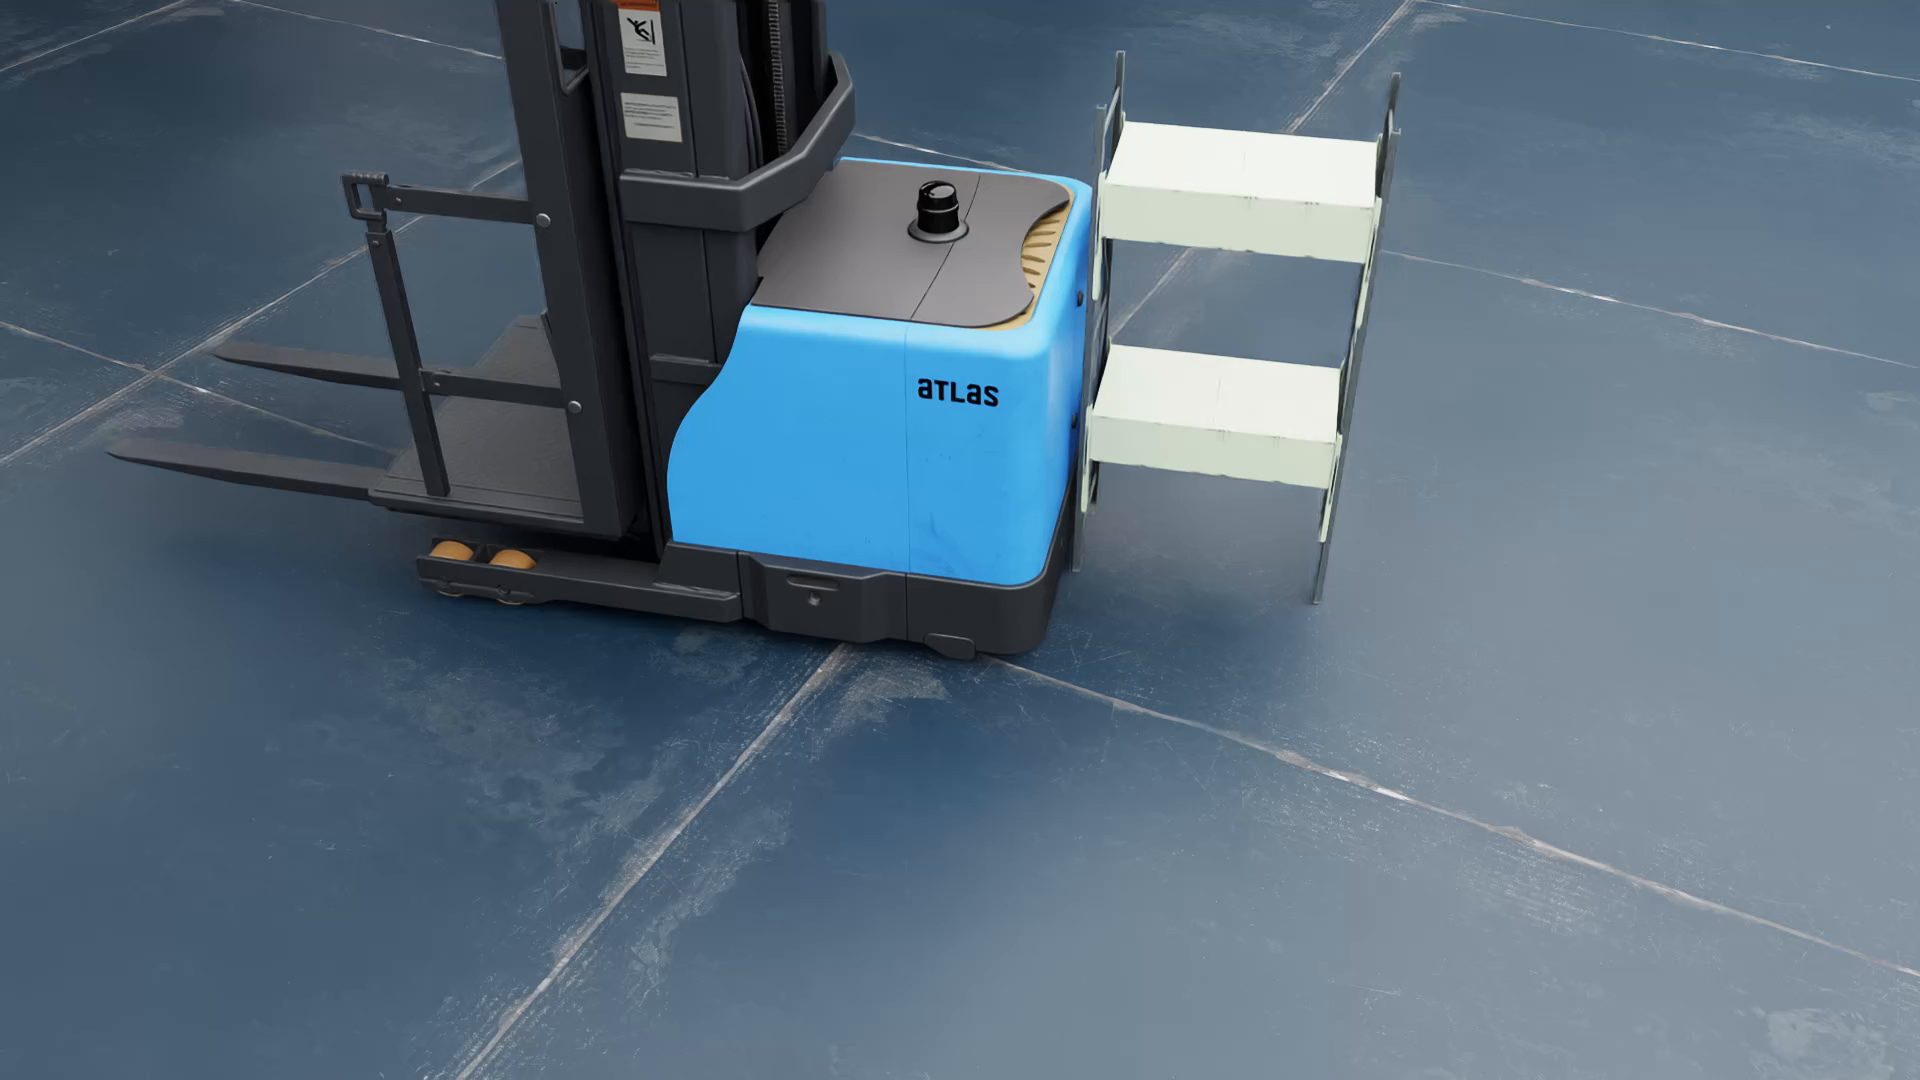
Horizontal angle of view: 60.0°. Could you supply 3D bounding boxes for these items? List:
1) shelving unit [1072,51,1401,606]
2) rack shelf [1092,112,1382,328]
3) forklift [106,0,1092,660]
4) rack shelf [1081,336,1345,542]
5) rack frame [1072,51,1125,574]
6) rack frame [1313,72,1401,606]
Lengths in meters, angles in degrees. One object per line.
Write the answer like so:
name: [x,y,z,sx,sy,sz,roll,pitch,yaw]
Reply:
shelving unit: [0.755,-0.567,4.756,0.755,1.500,0.431,7,38,10]
rack shelf: [0.755,-0.878,4.520,0.720,0.370,0.431,7,38,10]
forklift: [-1.151,-1.275,4.506,3.031,2.935,1.130,7,38,10]
rack shelf: [0.755,-0.307,4.953,0.720,0.370,0.431,7,38,10]
rack frame: [0.397,-0.613,4.817,0.023,1.500,0.400,7,38,10]
rack frame: [1.113,-0.520,4.695,0.023,1.500,0.400,7,38,10]
